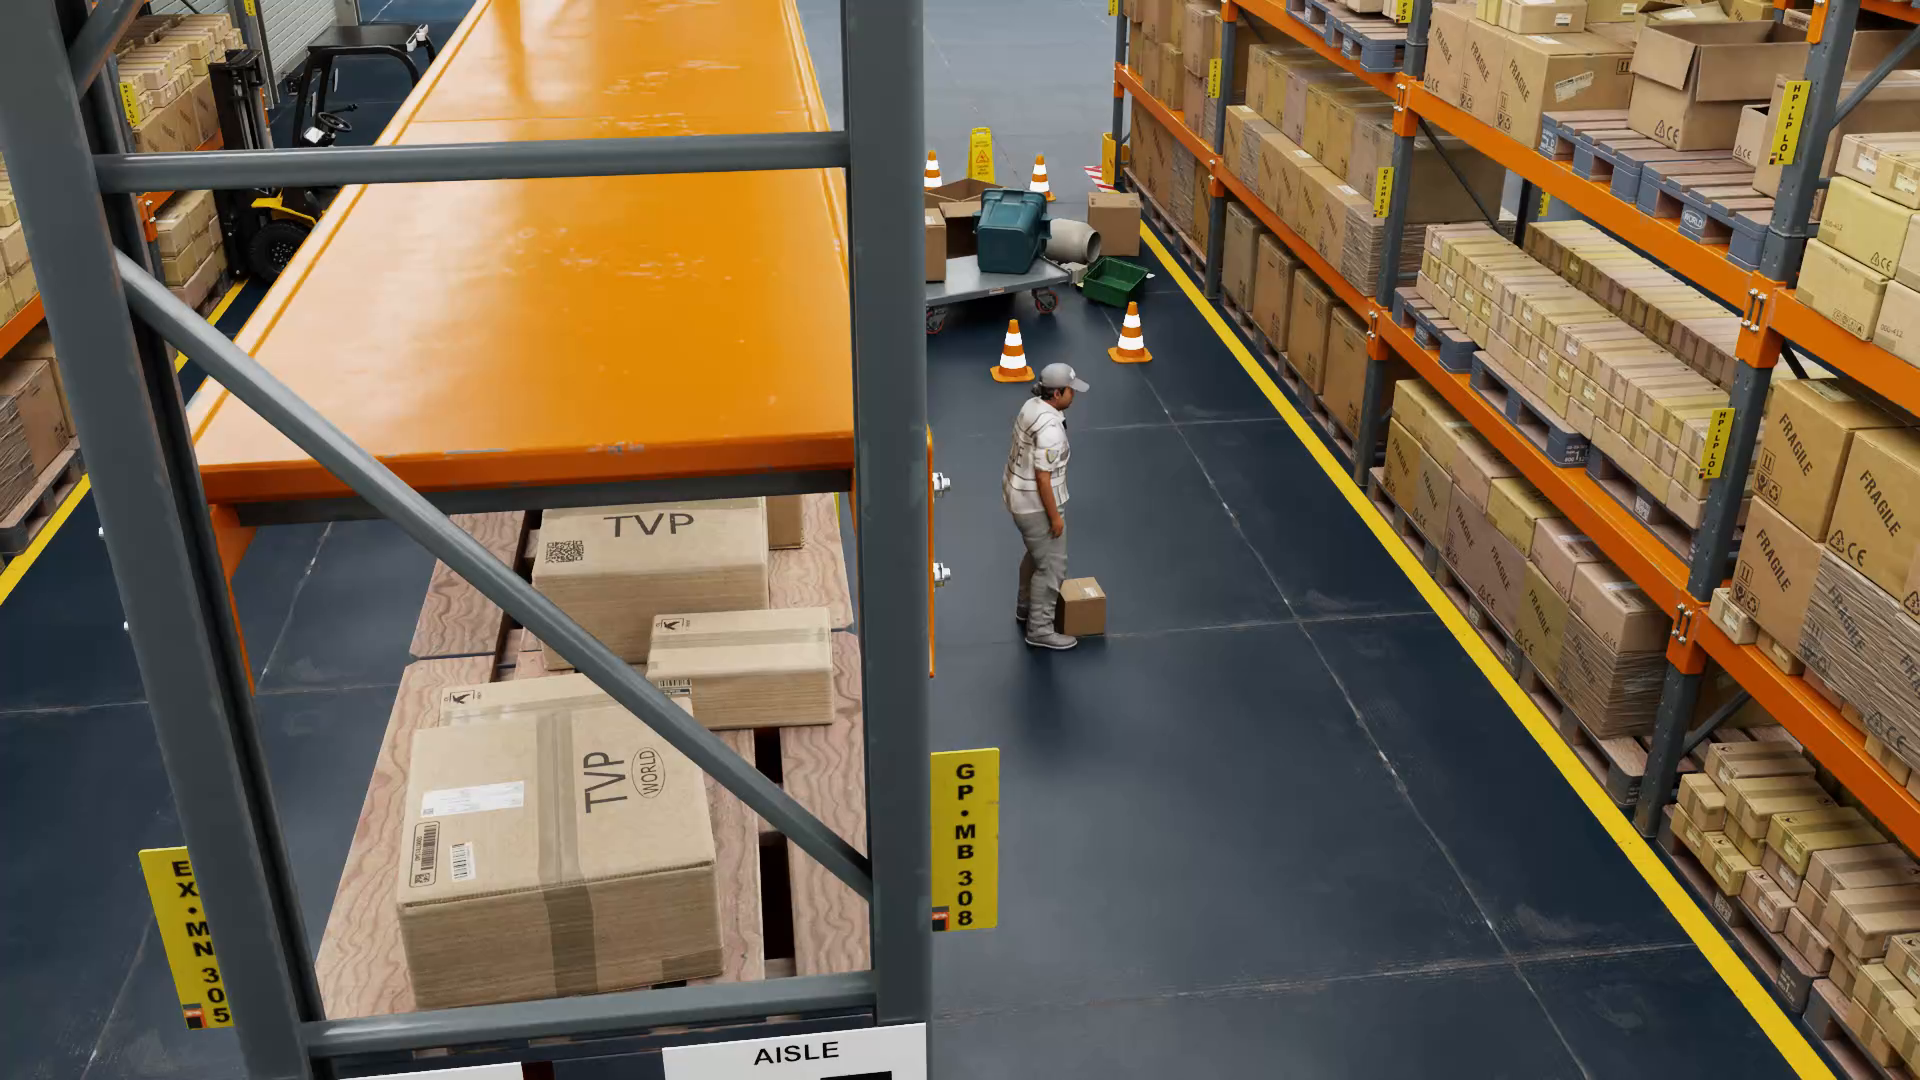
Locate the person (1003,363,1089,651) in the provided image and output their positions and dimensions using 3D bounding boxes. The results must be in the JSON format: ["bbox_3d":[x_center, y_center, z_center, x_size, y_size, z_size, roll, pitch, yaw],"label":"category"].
[{"bbox_3d":[0.487,-0.213,9.495,0.465,1.666,0.538,-3,28,-7],"label":"person"}]
